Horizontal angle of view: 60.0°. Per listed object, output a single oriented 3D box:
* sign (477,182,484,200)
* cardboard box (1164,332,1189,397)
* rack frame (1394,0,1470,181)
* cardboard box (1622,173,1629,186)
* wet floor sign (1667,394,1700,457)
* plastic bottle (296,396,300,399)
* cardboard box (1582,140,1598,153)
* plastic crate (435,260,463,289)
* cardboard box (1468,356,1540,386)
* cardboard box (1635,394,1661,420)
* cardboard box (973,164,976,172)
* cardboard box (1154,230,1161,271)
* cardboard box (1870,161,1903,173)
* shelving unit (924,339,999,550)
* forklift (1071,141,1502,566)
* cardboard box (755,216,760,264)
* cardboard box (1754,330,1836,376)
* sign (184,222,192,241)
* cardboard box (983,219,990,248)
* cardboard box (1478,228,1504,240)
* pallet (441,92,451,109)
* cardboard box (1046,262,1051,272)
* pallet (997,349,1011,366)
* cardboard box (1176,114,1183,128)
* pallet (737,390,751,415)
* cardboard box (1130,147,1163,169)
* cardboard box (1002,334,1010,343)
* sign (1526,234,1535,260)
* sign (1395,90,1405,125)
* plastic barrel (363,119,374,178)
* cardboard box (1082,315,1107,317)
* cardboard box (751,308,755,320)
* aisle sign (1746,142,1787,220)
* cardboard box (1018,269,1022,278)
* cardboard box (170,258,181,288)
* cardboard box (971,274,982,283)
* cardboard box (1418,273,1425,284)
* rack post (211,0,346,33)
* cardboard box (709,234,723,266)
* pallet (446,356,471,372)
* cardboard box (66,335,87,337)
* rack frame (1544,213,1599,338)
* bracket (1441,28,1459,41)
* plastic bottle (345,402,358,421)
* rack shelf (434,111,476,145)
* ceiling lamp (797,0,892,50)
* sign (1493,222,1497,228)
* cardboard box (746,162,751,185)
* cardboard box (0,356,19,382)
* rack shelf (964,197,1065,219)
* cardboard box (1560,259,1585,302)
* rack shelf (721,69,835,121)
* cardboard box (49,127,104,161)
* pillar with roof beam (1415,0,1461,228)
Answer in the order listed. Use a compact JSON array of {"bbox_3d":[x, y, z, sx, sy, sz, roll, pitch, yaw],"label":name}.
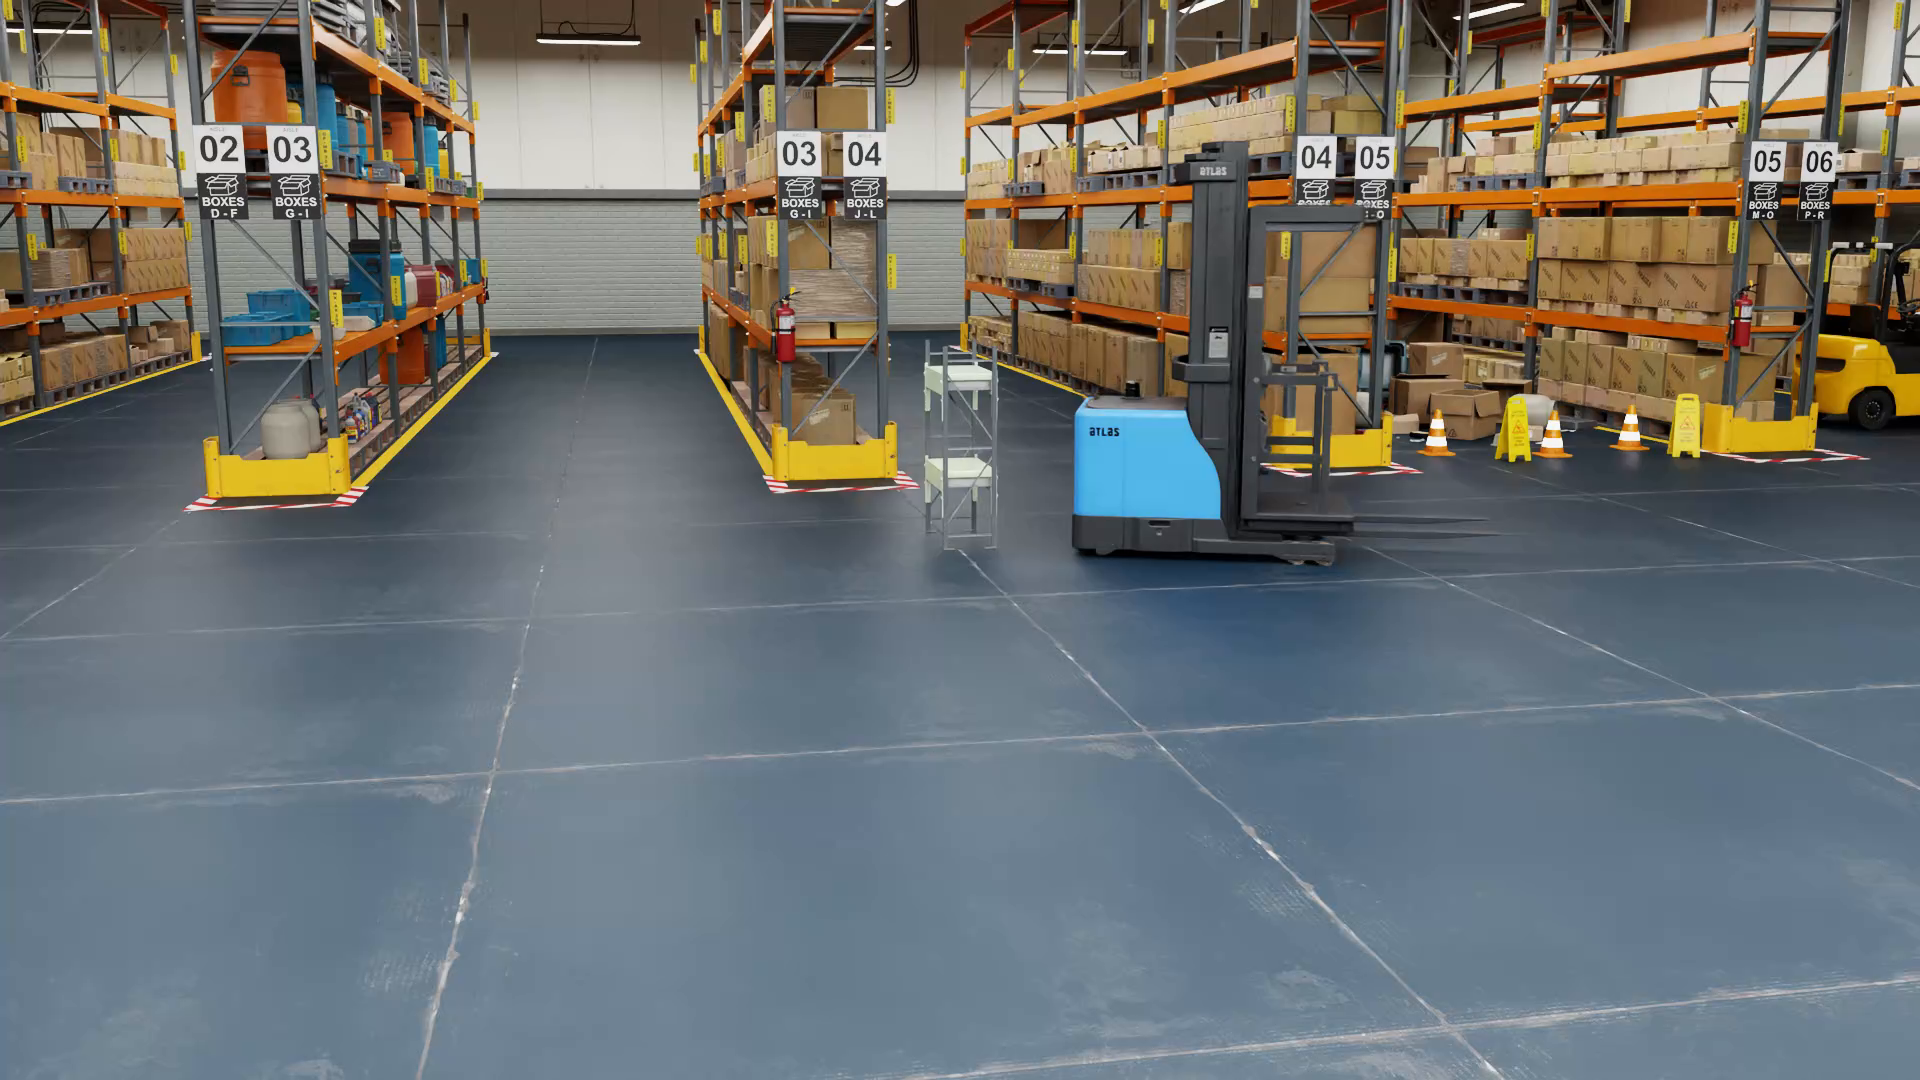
[{"bbox_3d":[-8.613,-6.265,29.847,0.100,0.325,0.005,-2,11,-11],"label":"sign"},{"bbox_3d":[2.981,-2.006,19.770,0.875,0.875,0.875,-2,11,-10],"label":"cardboard box"},{"bbox_3d":[6.986,-6.840,24.567,1.000,3.000,0.127,-2,11,-11],"label":"rack frame"},{"bbox_3d":[7.883,-4.160,19.181,0.380,0.149,0.250,-2,11,-11],"label":"cardboard box"},{"bbox_3d":[7.529,-1.195,17.252,0.267,0.644,0.232,2,11,9],"label":"wet floor sign"},{"bbox_3d":[-7.066,-1.371,17.783,0.144,0.351,0.185,-2,11,-9],"label":"plastic bottle"},{"bbox_3d":[7.651,-4.687,19.817,0.380,0.149,0.250,-2,11,-11],"label":"cardboard box"},{"bbox_3d":[-8.299,-4.320,27.039,0.402,0.464,0.583,-2,11,-11],"label":"plastic crate"},{"bbox_3d":[7.516,-2.303,22.677,0.950,0.372,0.625,-1,11,-7],"label":"cardboard box"},{"bbox_3d":[8.027,-1.515,18.865,0.500,0.250,0.500,-2,11,-11],"label":"cardboard box"},{"bbox_3d":[0.447,-6.836,30.563,0.380,0.149,0.250,-2,11,-11],"label":"cardboard box"},{"bbox_3d":[2.825,-3.592,20.605,0.700,0.500,0.500,-2,11,-12],"label":"cardboard box"},{"bbox_3d":[12.659,-5.109,22.775,0.380,0.149,0.250,-2,11,-11],"label":"cardboard box"},{"bbox_3d":[0.001,-0.736,12.550,0.431,1.500,0.755,-2,11,-11],"label":"shelving unit"},{"bbox_3d":[2.372,-1.365,12.031,3.031,2.935,1.130,2,11,8],"label":"forklift"},{"bbox_3d":[-1.924,-3.210,17.804,0.500,0.500,0.500,-2,11,-11],"label":"cardboard box"},{"bbox_3d":[12.228,-2.756,24.382,0.875,0.625,0.625,-3,11,-13],"label":"cardboard box"},{"bbox_3d":[-13.461,-5.381,29.003,0.100,0.325,0.005,-2,11,-11],"label":"sign"},{"bbox_3d":[0.707,-5.474,29.699,0.500,0.500,0.500,-2,11,-13],"label":"cardboard box"},{"bbox_3d":[7.229,-4.131,22.459,0.380,0.149,0.250,-3,11,-13],"label":"cardboard box"},{"bbox_3d":[-8.181,-6.593,24.845,1.003,0.211,1.213,-2,11,-11],"label":"pallet"},{"bbox_3d":[1.500,-4.095,24.940,0.380,0.149,0.250,-2,11,-10],"label":"cardboard box"},{"bbox_3d":[1.206,-3.180,28.840,1.003,0.211,1.213,-2,11,-11],"label":"pallet"},{"bbox_3d":[2.716,-4.832,19.189,0.380,0.149,0.250,-2,11,-11],"label":"cardboard box"},{"bbox_3d":[-2.351,-1.796,21.569,1.003,0.211,1.213,-2,11,-11],"label":"pallet"},{"bbox_3d":[2.472,-4.835,21.063,0.500,0.250,0.500,-2,11,-11],"label":"cardboard box"},{"bbox_3d":[0.934,-3.475,28.640,0.380,0.149,0.250,-3,11,-14],"label":"cardboard box"},{"bbox_3d":[7.220,-3.707,21.056,0.100,0.325,0.005,-2,11,-11],"label":"sign"},{"bbox_3d":[4.251,-4.188,16.107,0.100,0.325,0.005,-2,11,-11],"label":"sign"},{"bbox_3d":[-7.520,-4.759,20.504,0.600,0.830,0.708,-2,11,-11],"label":"plastic barrel"},{"bbox_3d":[2.071,-3.361,25.888,0.500,0.250,0.500,-2,11,-11],"label":"cardboard box"},{"bbox_3d":[-2.175,-2.579,18.895,0.380,0.149,0.250,-2,11,-11],"label":"cardboard box"},{"bbox_3d":[8.269,-3.681,17.061,0.394,0.787,0.004,-2,11,-11],"label":"aisle sign"},{"bbox_3d":[1.149,-4.279,26.706,0.380,0.149,0.250,-2,11,-10],"label":"cardboard box"},{"bbox_3d":[-13.551,-4.522,28.166,0.500,0.500,0.500,-2,11,-11],"label":"cardboard box"},{"bbox_3d":[0.425,-4.871,30.936,0.380,0.149,0.250,-2,11,-13],"label":"cardboard box"},{"bbox_3d":[6.896,-3.805,24.212,0.380,0.149,0.250,-3,11,-15],"label":"cardboard box"},{"bbox_3d":[-6.060,-4.730,14.818,0.937,0.300,0.954,-1,11,-5],"label":"rack post"},{"bbox_3d":[-3.865,-4.782,27.397,0.500,0.500,0.500,-2,11,-9],"label":"cardboard box"},{"bbox_3d":[-8.553,-2.850,27.104,1.003,0.211,1.213,-2,11,-11],"label":"pallet"},{"bbox_3d":[-13.376,-2.797,24.880,0.500,0.500,0.500,-3,11,-14],"label":"cardboard box"},{"bbox_3d":[11.076,-4.808,29.934,1.000,3.000,0.127,-2,11,-11],"label":"rack frame"},{"bbox_3d":[10.390,-10.695,35.194,0.235,0.232,0.430,-2,11,-11],"label":"bracket"},{"bbox_3d":[-6.511,-1.344,17.844,0.152,0.276,0.135,-2,11,-11],"label":"plastic bottle"},{"bbox_3d":[-8.761,-6.850,27.613,1.077,0.370,4.000,-2,11,-11],"label":"rack shelf"},{"bbox_3d":[-2.326,-11.399,32.907,2.000,3.185,0.800,-2,11,-11],"label":"ceiling lamp"},{"bbox_3d":[10.846,-6.282,33.738,0.100,0.325,0.005,-2,11,-11],"label":"sign"},{"bbox_3d":[-2.121,-4.107,18.631,0.500,0.250,0.500,-3,11,-13],"label":"cardboard box"},{"bbox_3d":[-12.002,-2.122,20.553,0.500,0.311,0.500,-2,11,-12],"label":"cardboard box"},{"bbox_3d":[0.983,-5.915,29.653,1.077,0.370,4.000,-2,11,-11],"label":"rack shelf"},{"bbox_3d":[7.696,-3.173,20.280,0.500,0.500,0.500,-2,11,-11],"label":"cardboard box"},{"bbox_3d":[-2.346,-5.563,20.851,1.077,0.370,4.000,-2,11,-11],"label":"rack shelf"},{"bbox_3d":[-13.363,-6.008,25.278,0.700,0.500,0.500,-2,11,-11],"label":"cardboard box"},{"bbox_3d":[6.435,-8.859,35.176,9.100,9.000,0.548,-2,11,-11],"label":"pillar with roof beam"}]
